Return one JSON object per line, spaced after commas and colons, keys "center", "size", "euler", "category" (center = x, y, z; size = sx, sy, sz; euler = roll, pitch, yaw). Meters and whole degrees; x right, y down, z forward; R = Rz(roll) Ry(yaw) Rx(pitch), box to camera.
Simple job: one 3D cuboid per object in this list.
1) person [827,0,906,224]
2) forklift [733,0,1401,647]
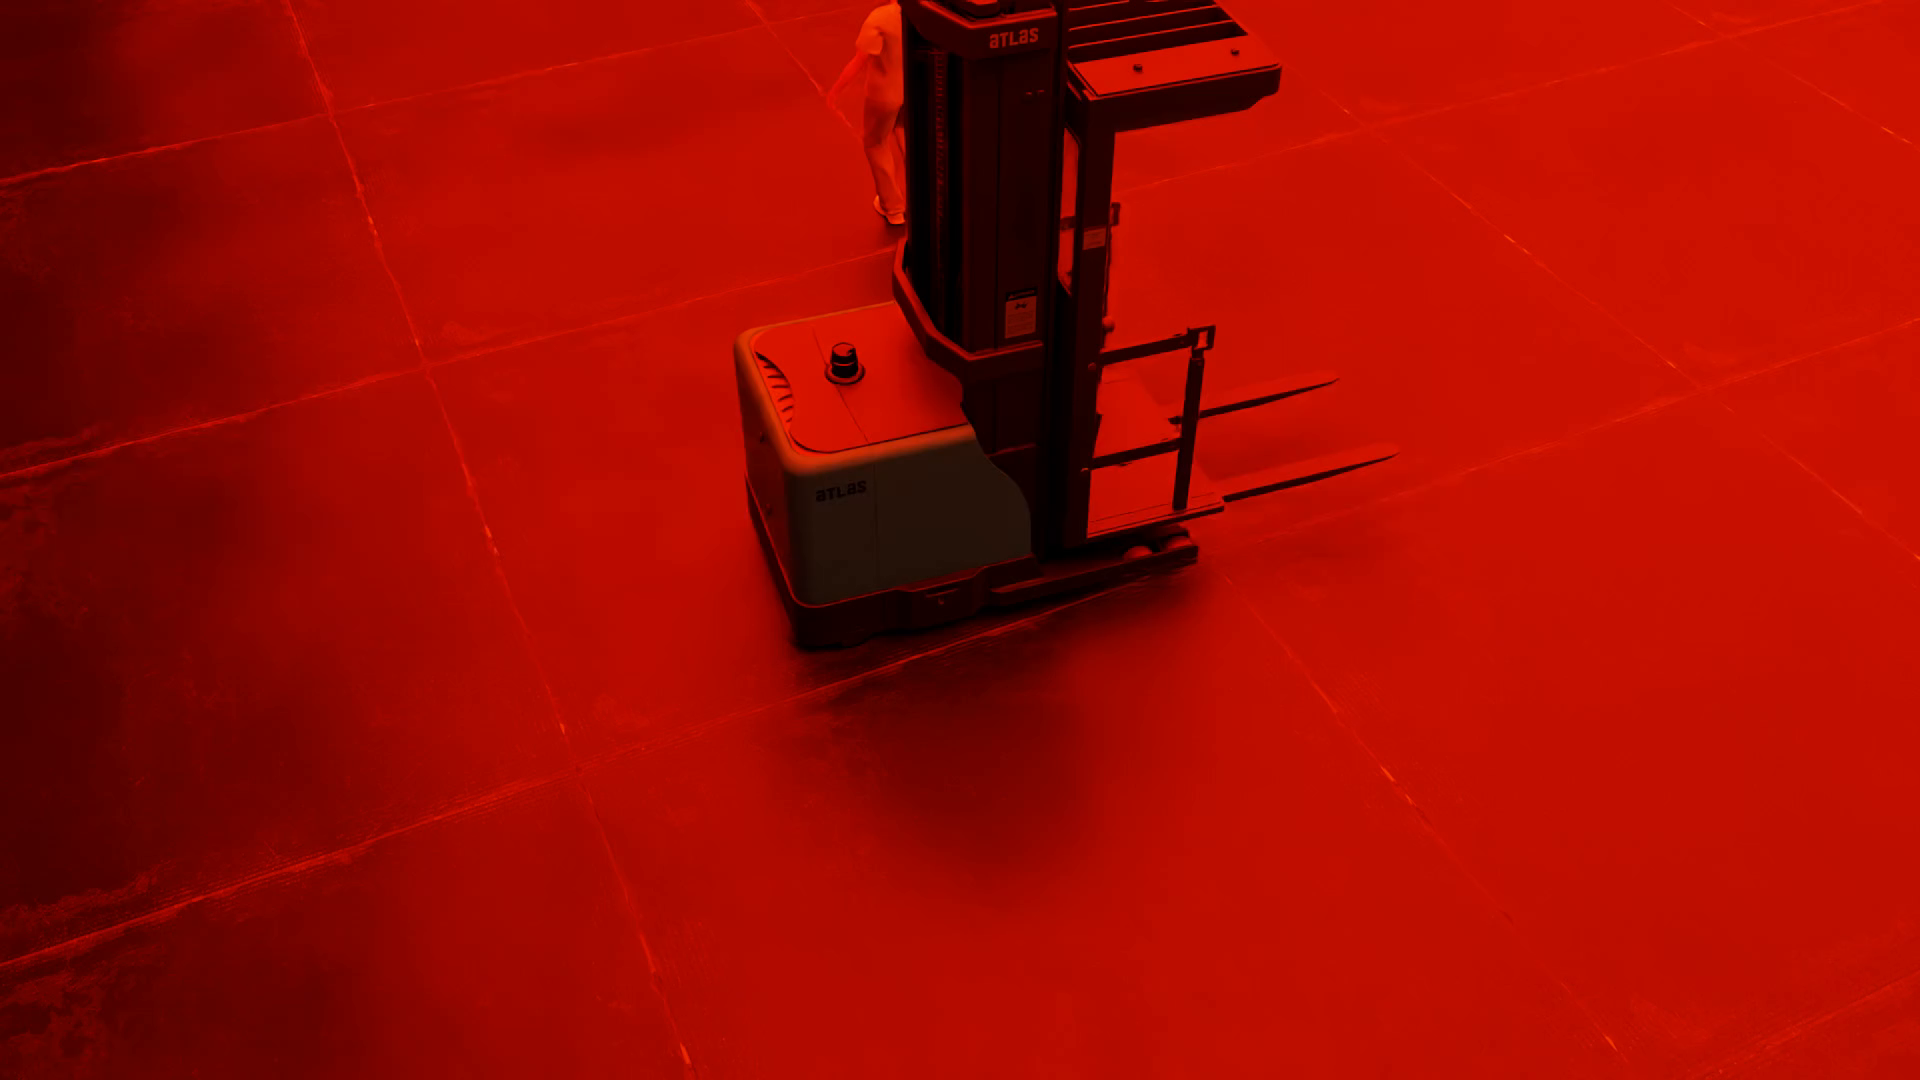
{"center": [-0.422, -2.517, 9.324], "size": [0.689, 1.651, 0.473], "euler": [-22, 47, -22], "category": "person"}
{"center": [0.571, -1.212, 6.979], "size": [3.031, 2.935, 1.130], "euler": [-13, 45, -14], "category": "forklift"}
